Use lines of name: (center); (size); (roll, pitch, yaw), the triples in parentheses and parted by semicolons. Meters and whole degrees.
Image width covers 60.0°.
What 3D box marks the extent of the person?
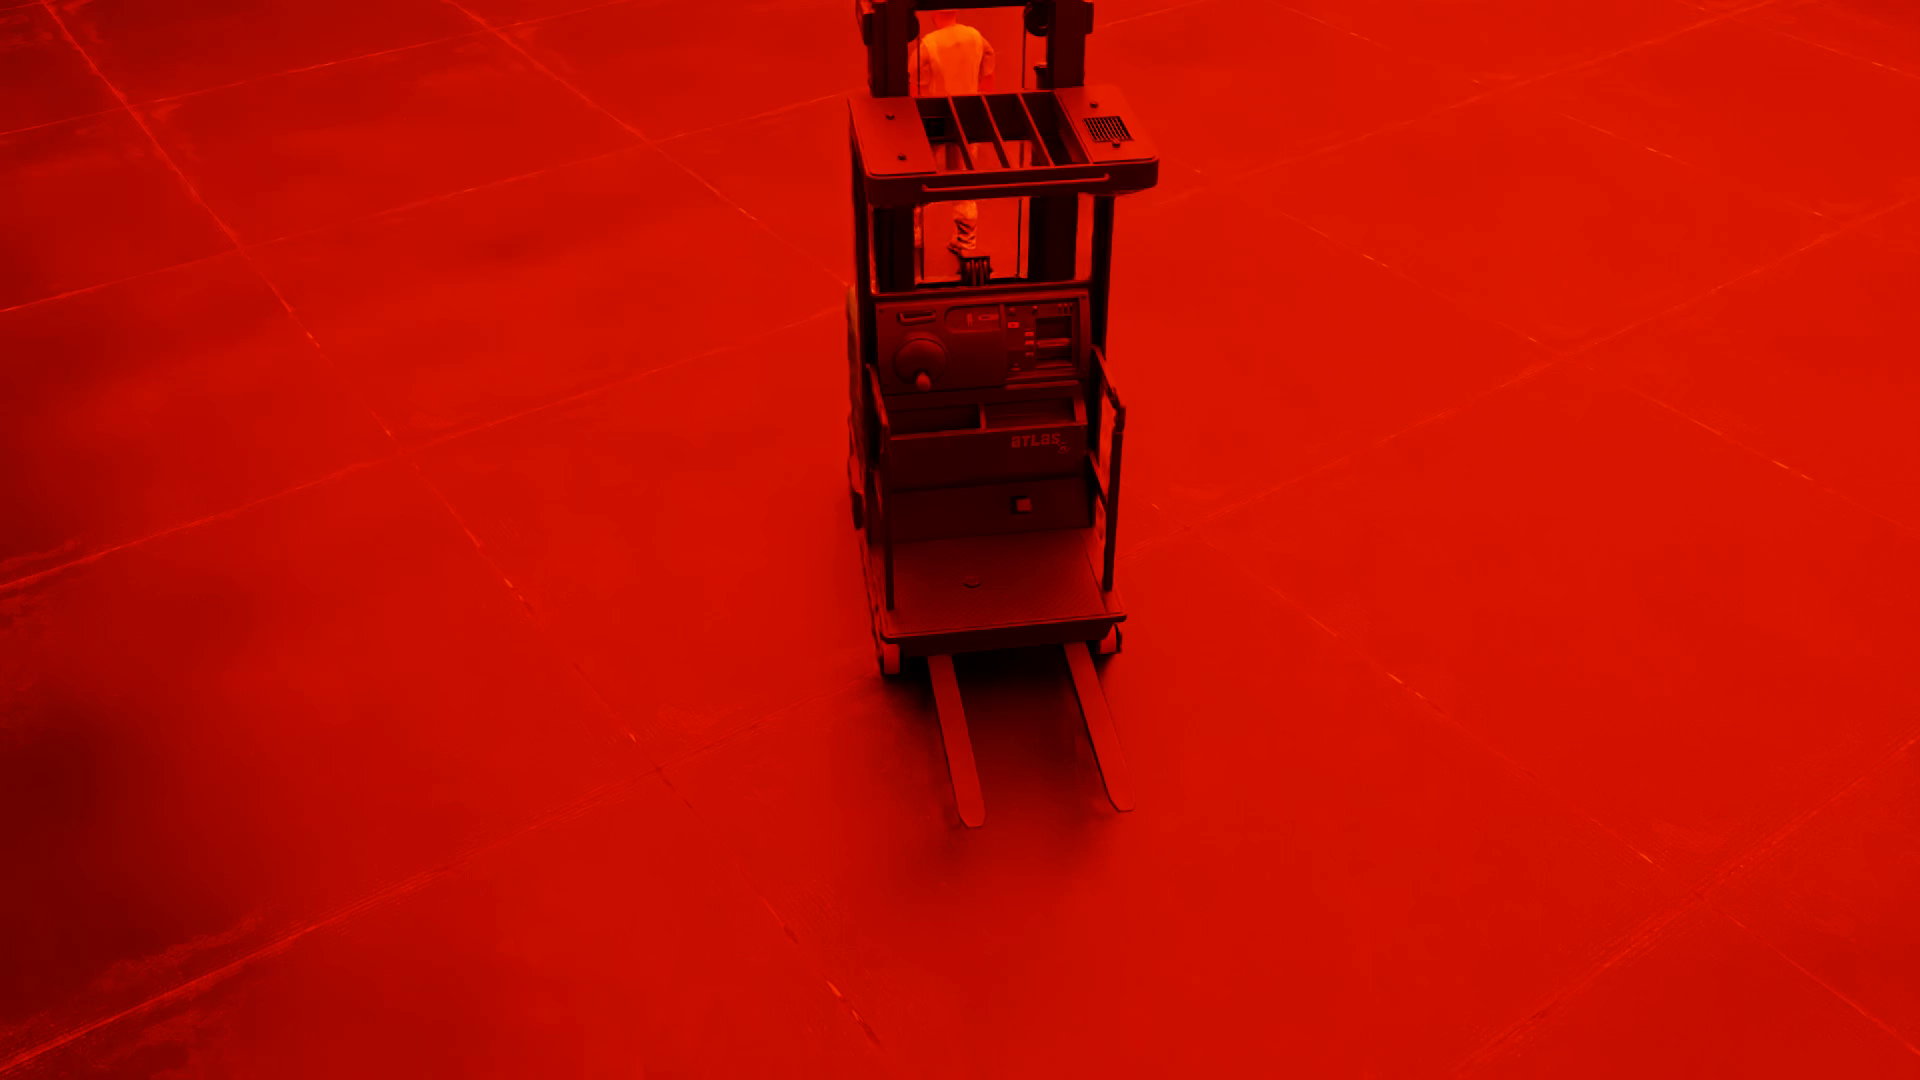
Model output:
person: (-0.113, -2.643, 10.548); (0.634, 1.826, 0.540); (-17, 40, -21)

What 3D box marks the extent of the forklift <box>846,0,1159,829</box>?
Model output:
forklift: (0.137, -0.791, 7.014); (1.130, 2.935, 3.031); (-5, 37, -7)
